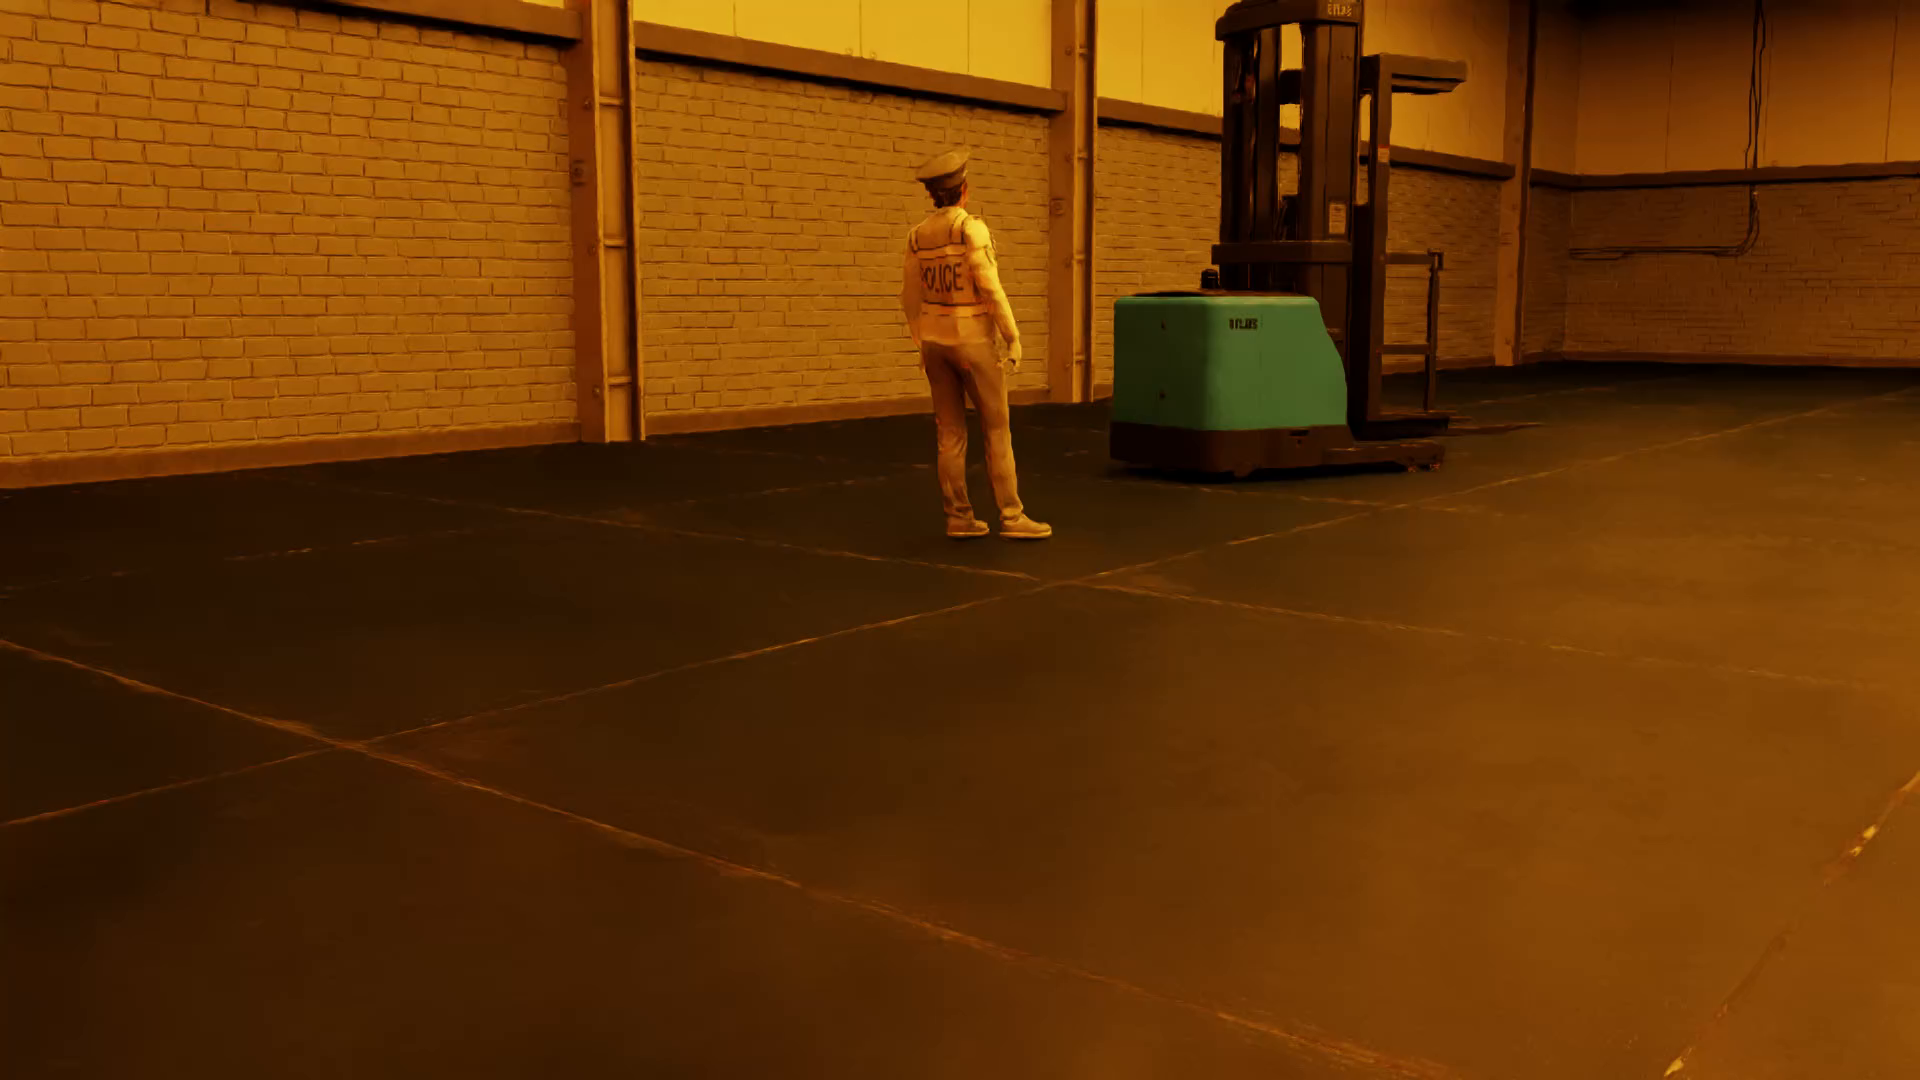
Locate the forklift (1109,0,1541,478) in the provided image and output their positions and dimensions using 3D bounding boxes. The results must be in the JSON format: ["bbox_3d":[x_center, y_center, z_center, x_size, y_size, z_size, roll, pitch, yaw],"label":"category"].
[{"bbox_3d":[2.463,-1.944,10.567,3.031,2.935,1.130,-5,10,-31],"label":"forklift"}]

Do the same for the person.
[{"bbox_3d":[0.048,-0.853,7.329,0.586,1.695,0.533,7,11,38],"label":"person"}]
